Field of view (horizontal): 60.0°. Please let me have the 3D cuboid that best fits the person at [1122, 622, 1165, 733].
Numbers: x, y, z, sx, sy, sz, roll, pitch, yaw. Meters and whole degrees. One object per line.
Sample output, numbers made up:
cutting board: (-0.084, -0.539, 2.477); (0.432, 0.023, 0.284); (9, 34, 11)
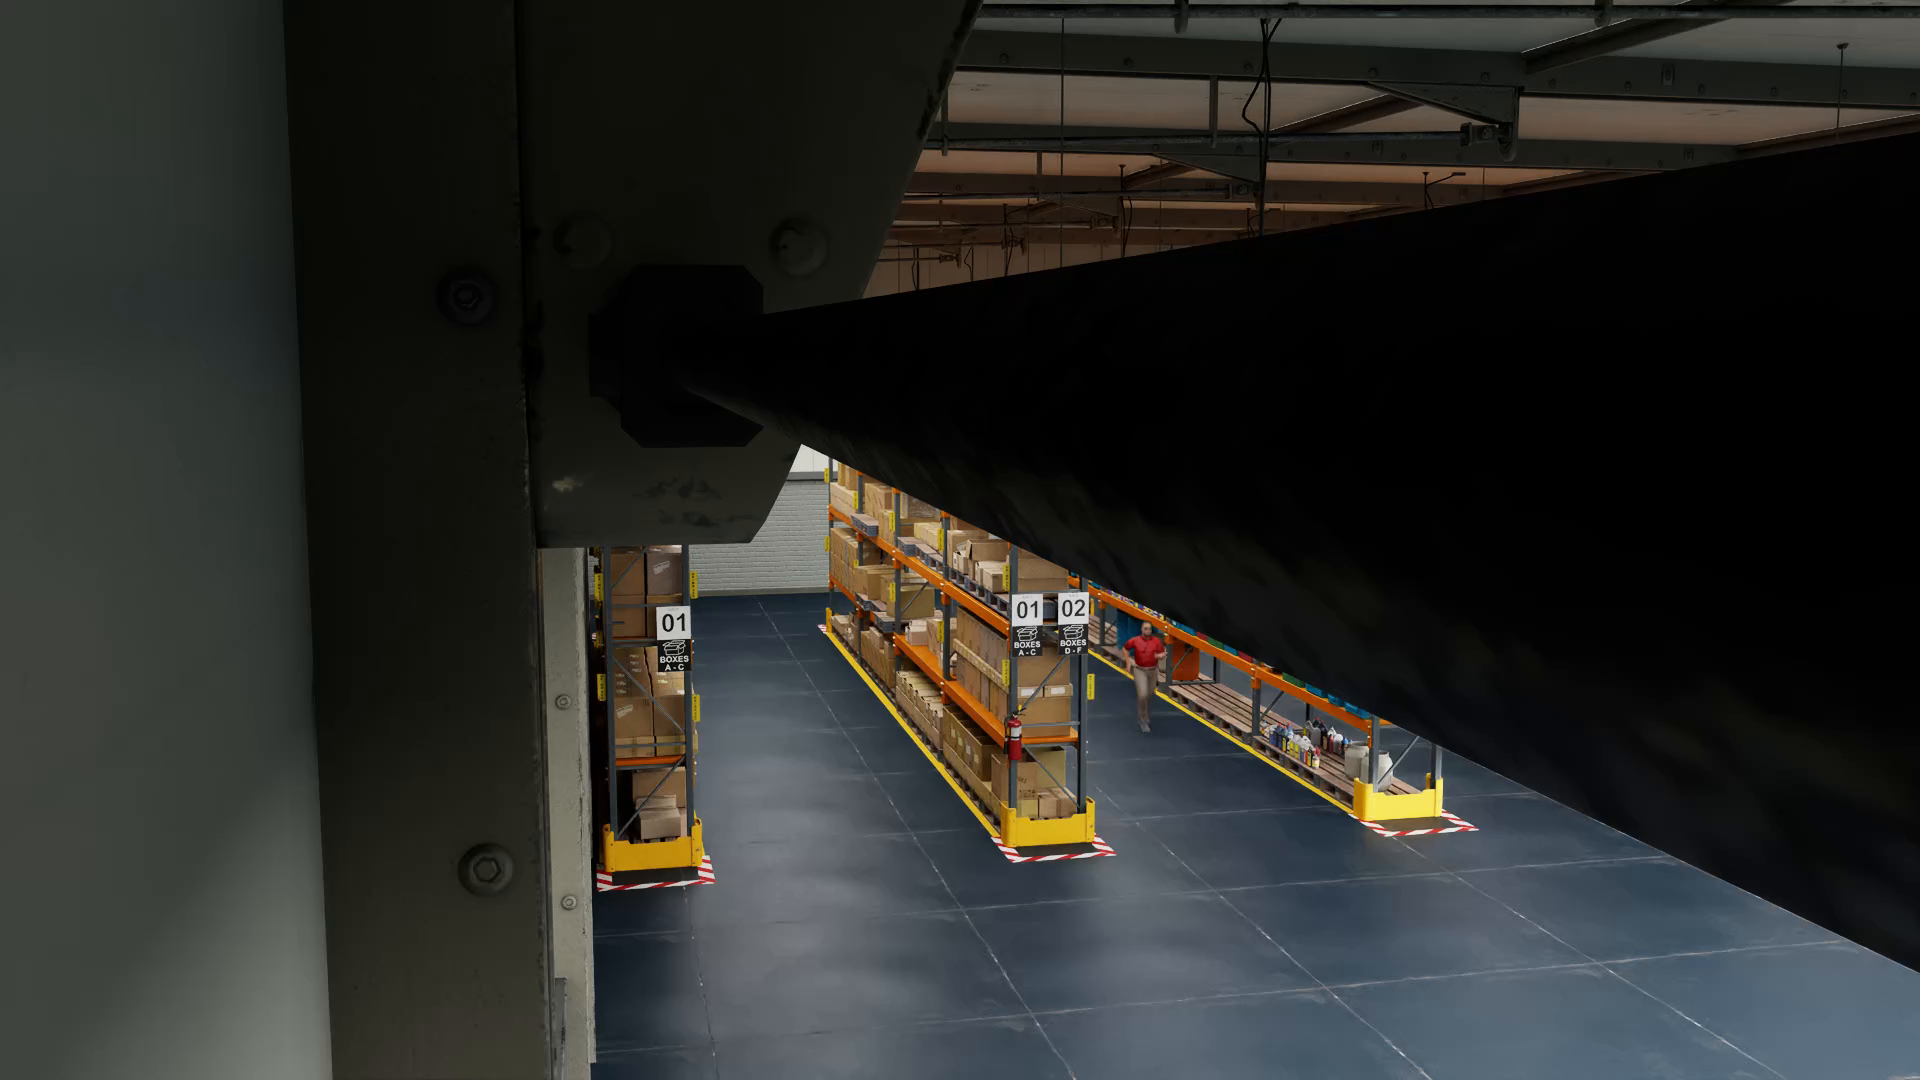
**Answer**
person: (3.051, 2.229, 27.364); (0.640, 1.788, 0.817); (-2, 7, -17)
